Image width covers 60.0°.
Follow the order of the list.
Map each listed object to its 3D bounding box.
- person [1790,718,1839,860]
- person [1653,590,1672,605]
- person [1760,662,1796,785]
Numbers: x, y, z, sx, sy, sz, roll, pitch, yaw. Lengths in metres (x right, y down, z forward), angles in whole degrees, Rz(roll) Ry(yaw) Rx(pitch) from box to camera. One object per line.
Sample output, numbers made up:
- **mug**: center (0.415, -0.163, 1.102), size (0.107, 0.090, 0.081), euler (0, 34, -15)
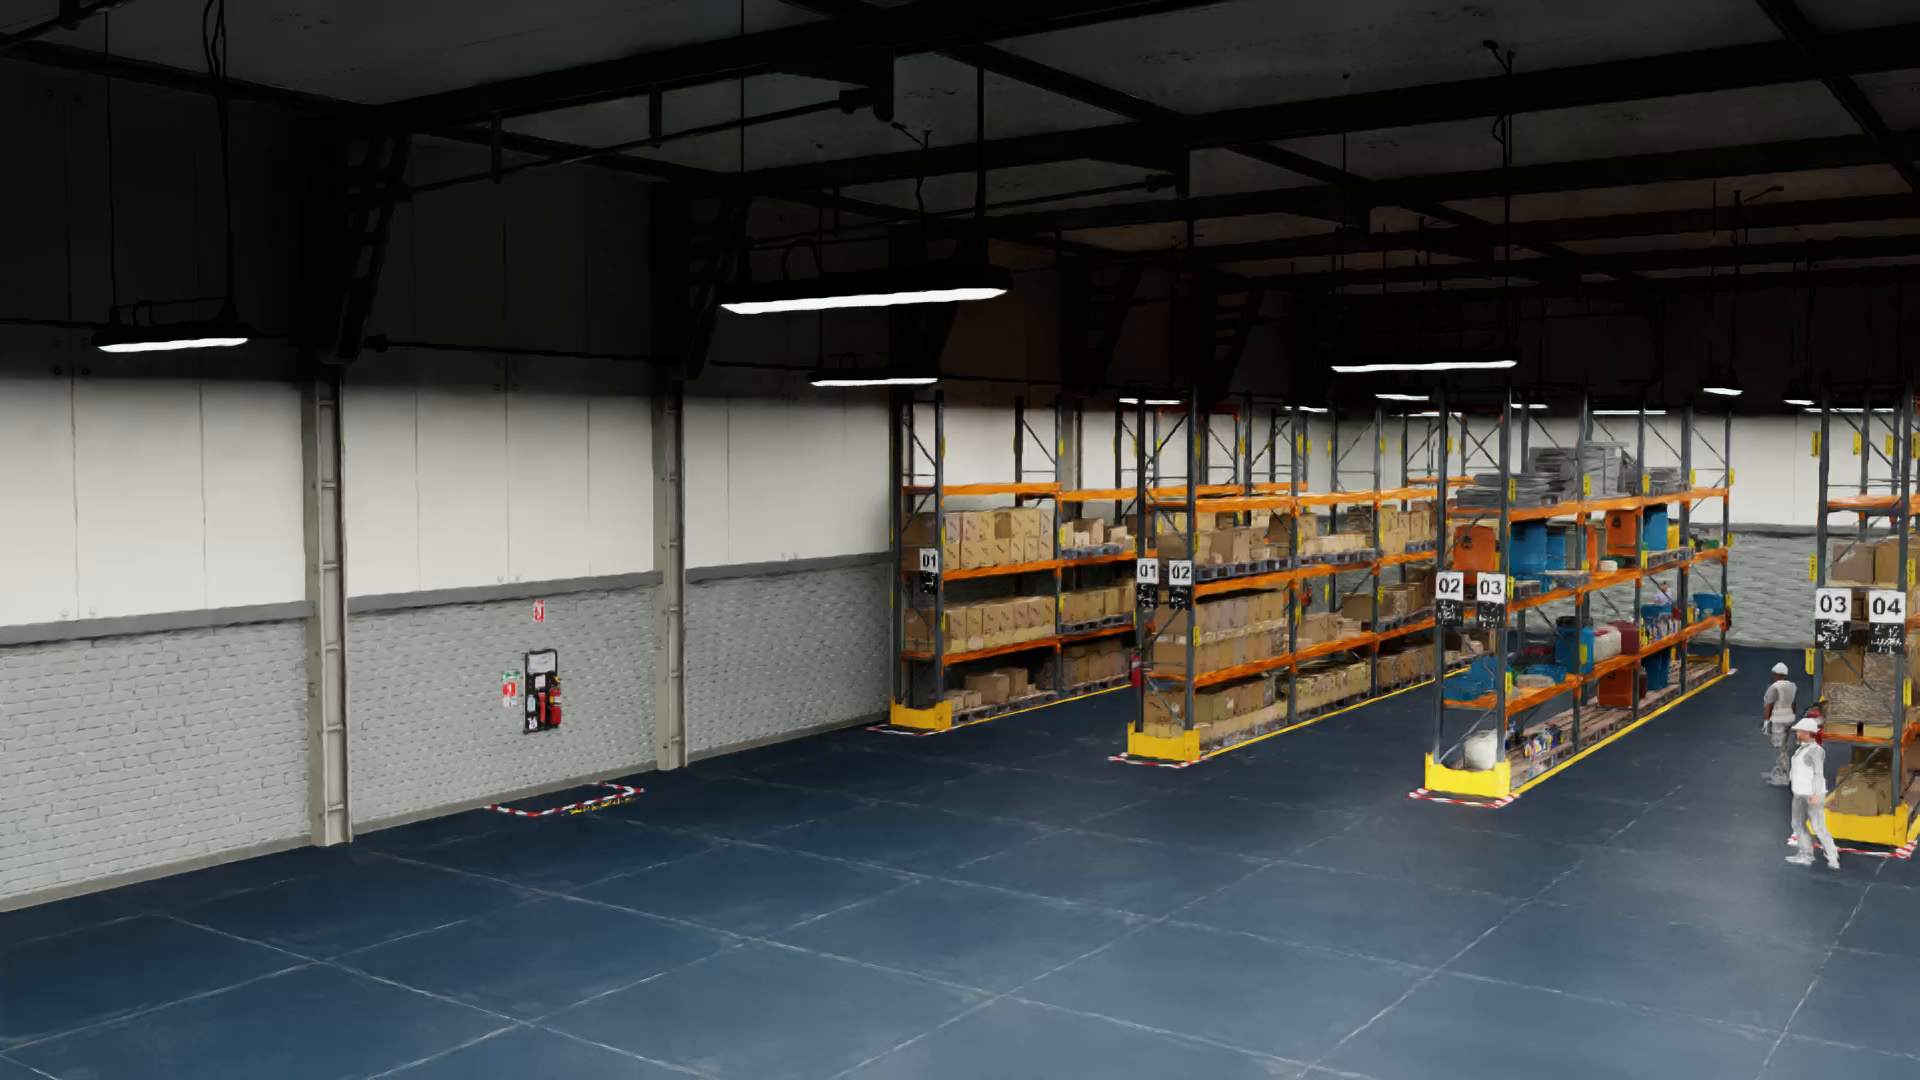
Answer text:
- **person**: center (10.218, 2.980, 19.882), size (0.519, 1.708, 0.585), euler (0, 3, 8)
- **person**: center (17.497, 1.938, 41.731), size (0.667, 1.443, 0.518), euler (0, 3, -7)
- **person**: center (12.160, 2.704, 24.728), size (0.669, 1.783, 0.590), euler (-2, 4, -35)
